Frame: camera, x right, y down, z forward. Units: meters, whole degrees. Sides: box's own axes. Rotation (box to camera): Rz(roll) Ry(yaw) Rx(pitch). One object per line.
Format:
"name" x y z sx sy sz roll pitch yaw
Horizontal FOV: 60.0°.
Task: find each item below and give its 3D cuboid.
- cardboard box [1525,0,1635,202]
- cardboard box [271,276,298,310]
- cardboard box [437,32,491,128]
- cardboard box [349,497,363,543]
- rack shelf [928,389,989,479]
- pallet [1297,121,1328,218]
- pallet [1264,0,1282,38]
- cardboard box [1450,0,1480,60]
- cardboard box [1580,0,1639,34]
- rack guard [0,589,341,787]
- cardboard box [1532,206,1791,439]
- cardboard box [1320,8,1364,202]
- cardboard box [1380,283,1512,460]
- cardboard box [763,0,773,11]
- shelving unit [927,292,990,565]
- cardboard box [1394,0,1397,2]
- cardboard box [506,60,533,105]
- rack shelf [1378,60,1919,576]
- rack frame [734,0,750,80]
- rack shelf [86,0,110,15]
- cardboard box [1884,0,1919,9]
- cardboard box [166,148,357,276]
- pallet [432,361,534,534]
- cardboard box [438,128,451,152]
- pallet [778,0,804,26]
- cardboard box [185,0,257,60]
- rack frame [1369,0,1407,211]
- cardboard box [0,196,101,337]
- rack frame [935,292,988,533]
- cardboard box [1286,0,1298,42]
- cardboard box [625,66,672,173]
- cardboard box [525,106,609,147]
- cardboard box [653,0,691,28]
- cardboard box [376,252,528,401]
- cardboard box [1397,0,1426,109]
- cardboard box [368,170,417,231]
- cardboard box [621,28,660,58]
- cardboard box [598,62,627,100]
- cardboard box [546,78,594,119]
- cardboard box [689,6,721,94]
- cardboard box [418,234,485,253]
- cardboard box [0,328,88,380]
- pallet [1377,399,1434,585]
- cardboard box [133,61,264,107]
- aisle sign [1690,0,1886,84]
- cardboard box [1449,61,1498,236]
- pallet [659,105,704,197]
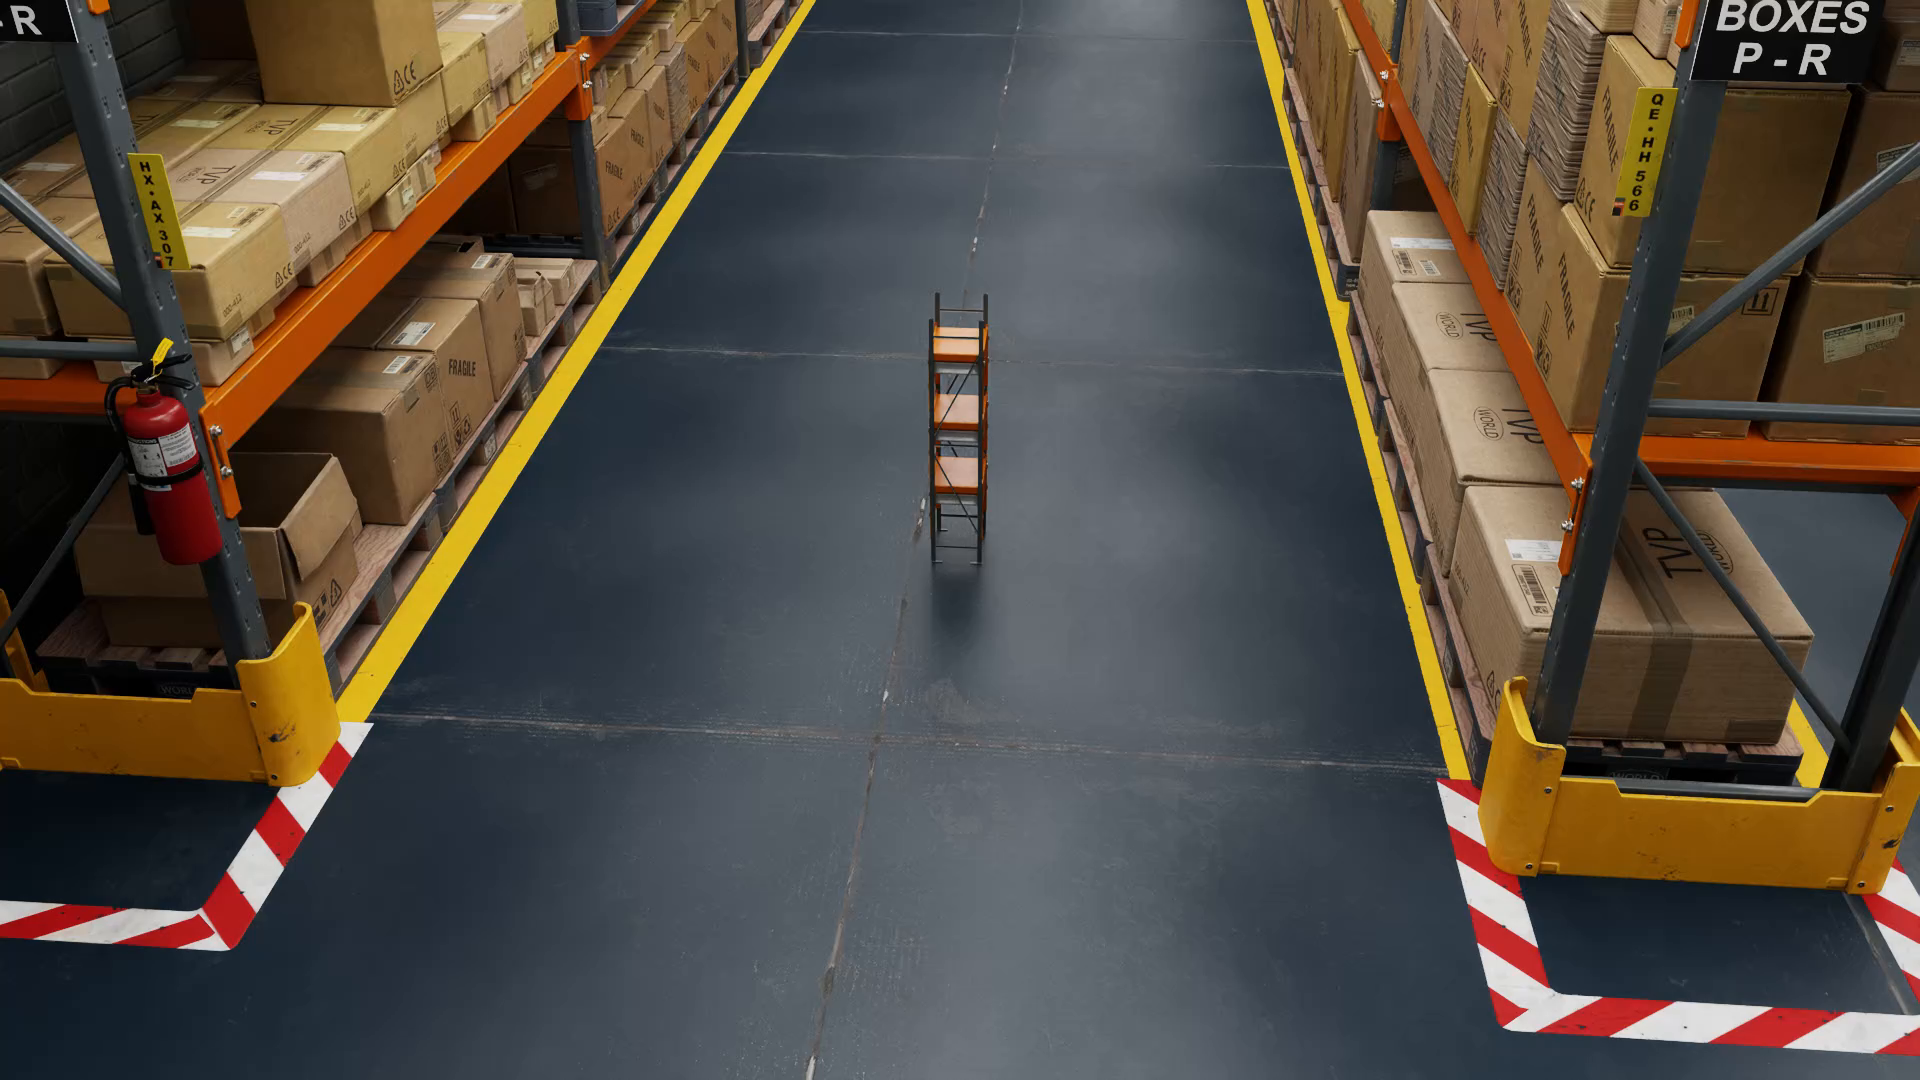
"cardboard box" 2.050 -1.337 5.011 0.500 0.500 0.500 3 32 4
"cardboard box" -2.451 -0.869 5.540 0.380 0.149 0.250 2 32 3
"cardboard box" -2.265 -1.896 6.828 0.500 0.250 0.500 2 32 4
"cardboard box" -2.495 -0.043 6.278 0.380 0.149 0.250 1 32 2
"rack shelf" -0.004 -0.410 6.435 0.215 0.259 0.240 2 32 4
"pallet" 2.645 -2.282 10.252 1.003 0.211 1.213 2 32 4
"pallet" 3.053 -4.372 13.644 1.003 0.211 1.213 2 32 4
"cardboard box" 2.180 -2.121 6.285 0.500 0.500 0.500 3 32 5
"cardboard box" 1.998 -1.544 4.730 0.380 0.149 0.250 2 32 4
"rack guard" -2.706 0.483 5.490 1.175 0.500 0.348 2 32 4
"cardboard box" 2.010 -0.638 4.830 0.500 0.500 0.500 3 32 4
"cardboard box" 2.597 -2.498 9.569 0.875 0.875 0.875 3 32 5
"cardboard box" 2.330 -0.719 7.100 0.875 0.438 0.875 2 32 3
"cardboard box" -1.951 -4.560 13.154 0.875 0.625 0.625 3 32 6
"shelving unit" -0.004 -0.419 6.429 0.215 1.050 0.252 2 32 4
"cardboard box" 2.354 -2.813 8.122 0.500 0.250 0.500 2 32 4
"cardboard box" -2.158 -2.075 7.497 0.380 0.149 0.250 3 32 5
"rack shelf" 2.398 -1.071 6.315 1.077 0.370 4.000 2 32 4
"rack frame" -2.061 -4.725 11.558 1.000 3.000 0.127 2 32 4
"rack shelf" -2.550 -2.558 5.869 1.077 0.370 4.000 2 32 4
"cardboard box" 2.490 -1.390 4.480 0.380 0.149 0.250 3 32 5
"cardboard box" -2.366 -1.094 5.525 0.500 0.250 0.500 3 32 5
"pallet" -2.541 -0.447 7.275 1.003 0.211 1.213 2 32 4
"cardboard box" -2.331 -1.674 6.846 0.380 0.149 0.250 3 32 5
"pallet" -1.853 -4.603 14.017 1.003 0.211 1.213 2 32 4
"cardboard box" -2.773 -2.248 6.683 0.500 0.500 0.500 2 32 3
"rack frame" 2.561 -2.423 7.823 1.000 3.000 0.127 2 32 4
"cardboard box" -2.940 -0.856 5.140 0.500 0.250 0.500 3 32 5
"rack frame" 0.006 -0.483 6.533 0.200 1.050 0.008 2 32 4
"cardboard box" 2.942 -3.870 12.275 0.950 0.372 0.625 0 32 1
"cardboard box" -2.045 -2.531 9.980 0.500 0.500 0.500 2 32 3
"cardboard box" -2.093 -2.200 8.825 0.380 0.149 0.250 4 32 6
"cardboard box" -1.973 -3.431 10.822 0.380 0.149 0.250 3 32 5
"cardboard box" -2.375 -0.960 7.431 0.700 0.500 0.500 1 32 2
"cardboard box" 2.261 -2.232 7.417 0.500 0.500 0.500 3 32 6
"cardboard box" -2.258 -1.266 6.185 0.380 0.149 0.250 2 32 3
"cardboard box" -2.056 -3.028 10.168 0.380 0.149 0.250 3 32 4
"cardboard box" -2.129 -2.627 9.518 0.380 0.149 0.250 2 32 3
"cardboard box" -2.153 -2.329 8.751 0.380 0.149 0.250 2 32 3
"cardboard box" -1.933 -3.348 11.306 0.500 0.500 0.500 2 32 3
"cardboard box" -2.676 -1.332 8.215 0.500 0.311 0.500 4 32 6
"cardboard box" -2.953 -0.619 5.135 0.380 0.149 0.250 2 32 3
"pallet" 2.324 -0.202 6.877 1.003 0.211 1.213 2 32 4
"cardboard box" -2.809 -1.658 6.441 0.500 0.250 0.500 2 32 4
"aisle sign" 1.920 -1.414 3.707 0.394 0.787 0.004 2 32 4
"cardboard box" 2.127 -1.439 6.131 0.500 0.500 0.500 3 32 5
"pallet" -2.262 -2.513 10.626 1.003 0.211 1.213 2 32 4
